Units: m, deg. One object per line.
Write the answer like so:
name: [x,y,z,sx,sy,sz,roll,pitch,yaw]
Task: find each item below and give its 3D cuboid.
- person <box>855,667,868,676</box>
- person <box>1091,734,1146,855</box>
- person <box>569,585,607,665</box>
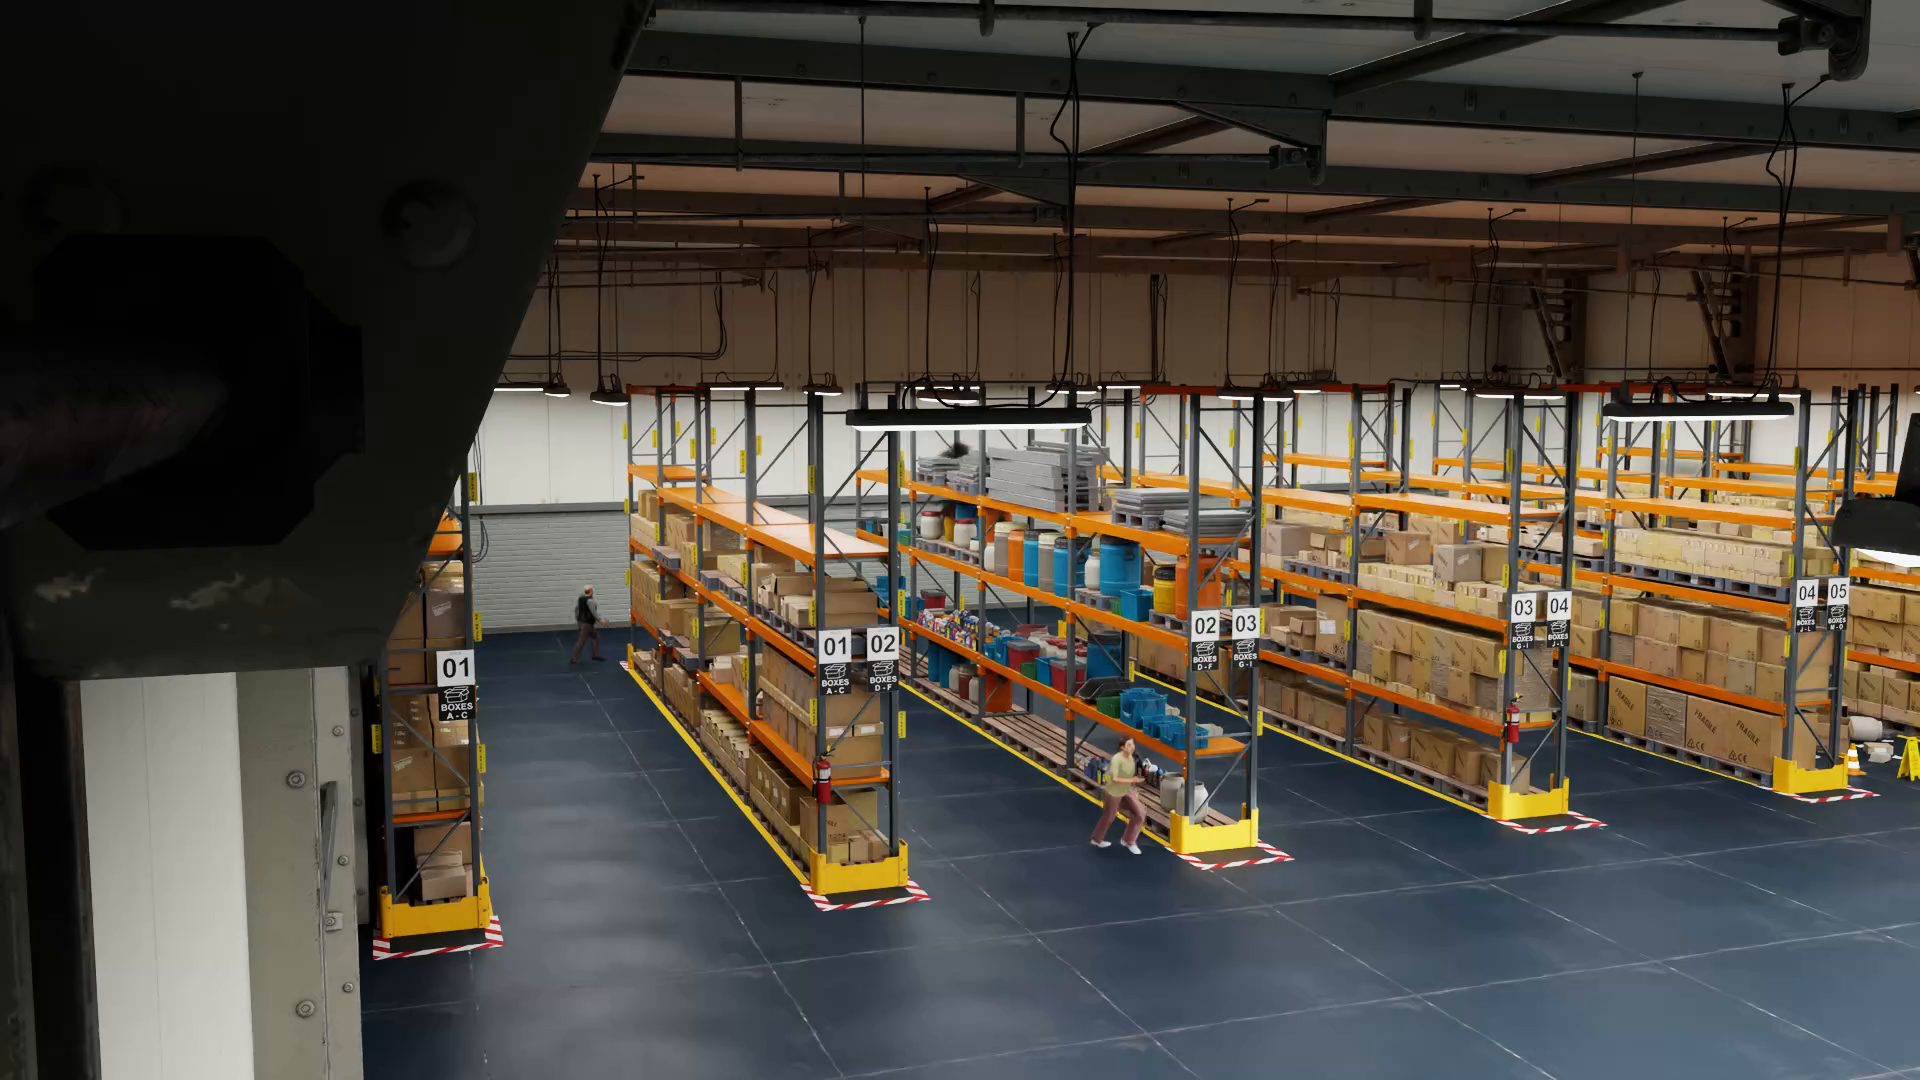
person: [-1.952,2.107,32.430,0.661,1.823,0.852,-1,6,-12]
person: [2.055,3.293,21.601,0.517,1.614,0.905,-5,8,-41]
person: [-7.935,1.794,35.355,0.838,1.678,0.605,-4,7,-31]
